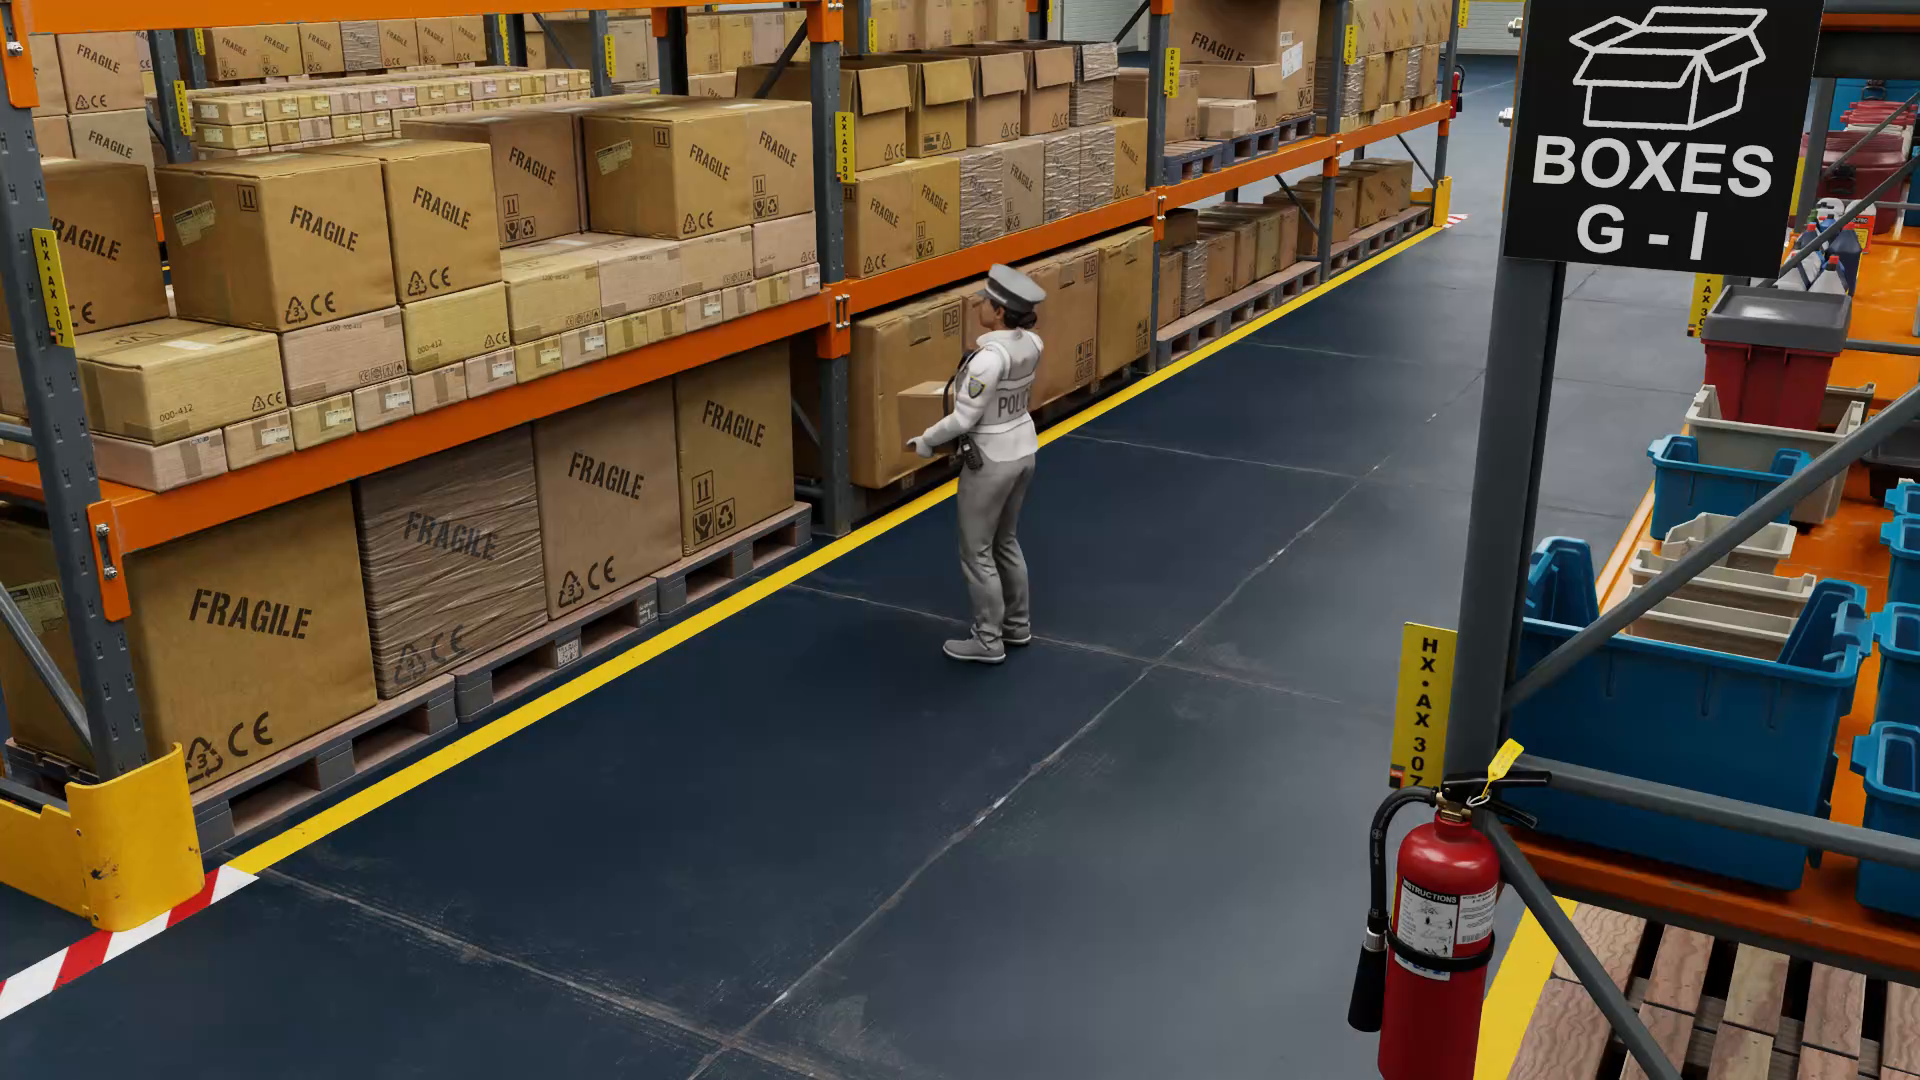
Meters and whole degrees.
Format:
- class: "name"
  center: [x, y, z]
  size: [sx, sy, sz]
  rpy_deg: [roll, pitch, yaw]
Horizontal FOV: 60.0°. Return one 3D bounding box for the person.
- class: "person"
  center: [0.084, -0.327, 6.952]
  size: [0.564, 1.686, 0.460]
  rpy_deg: [11, 22, 28]
